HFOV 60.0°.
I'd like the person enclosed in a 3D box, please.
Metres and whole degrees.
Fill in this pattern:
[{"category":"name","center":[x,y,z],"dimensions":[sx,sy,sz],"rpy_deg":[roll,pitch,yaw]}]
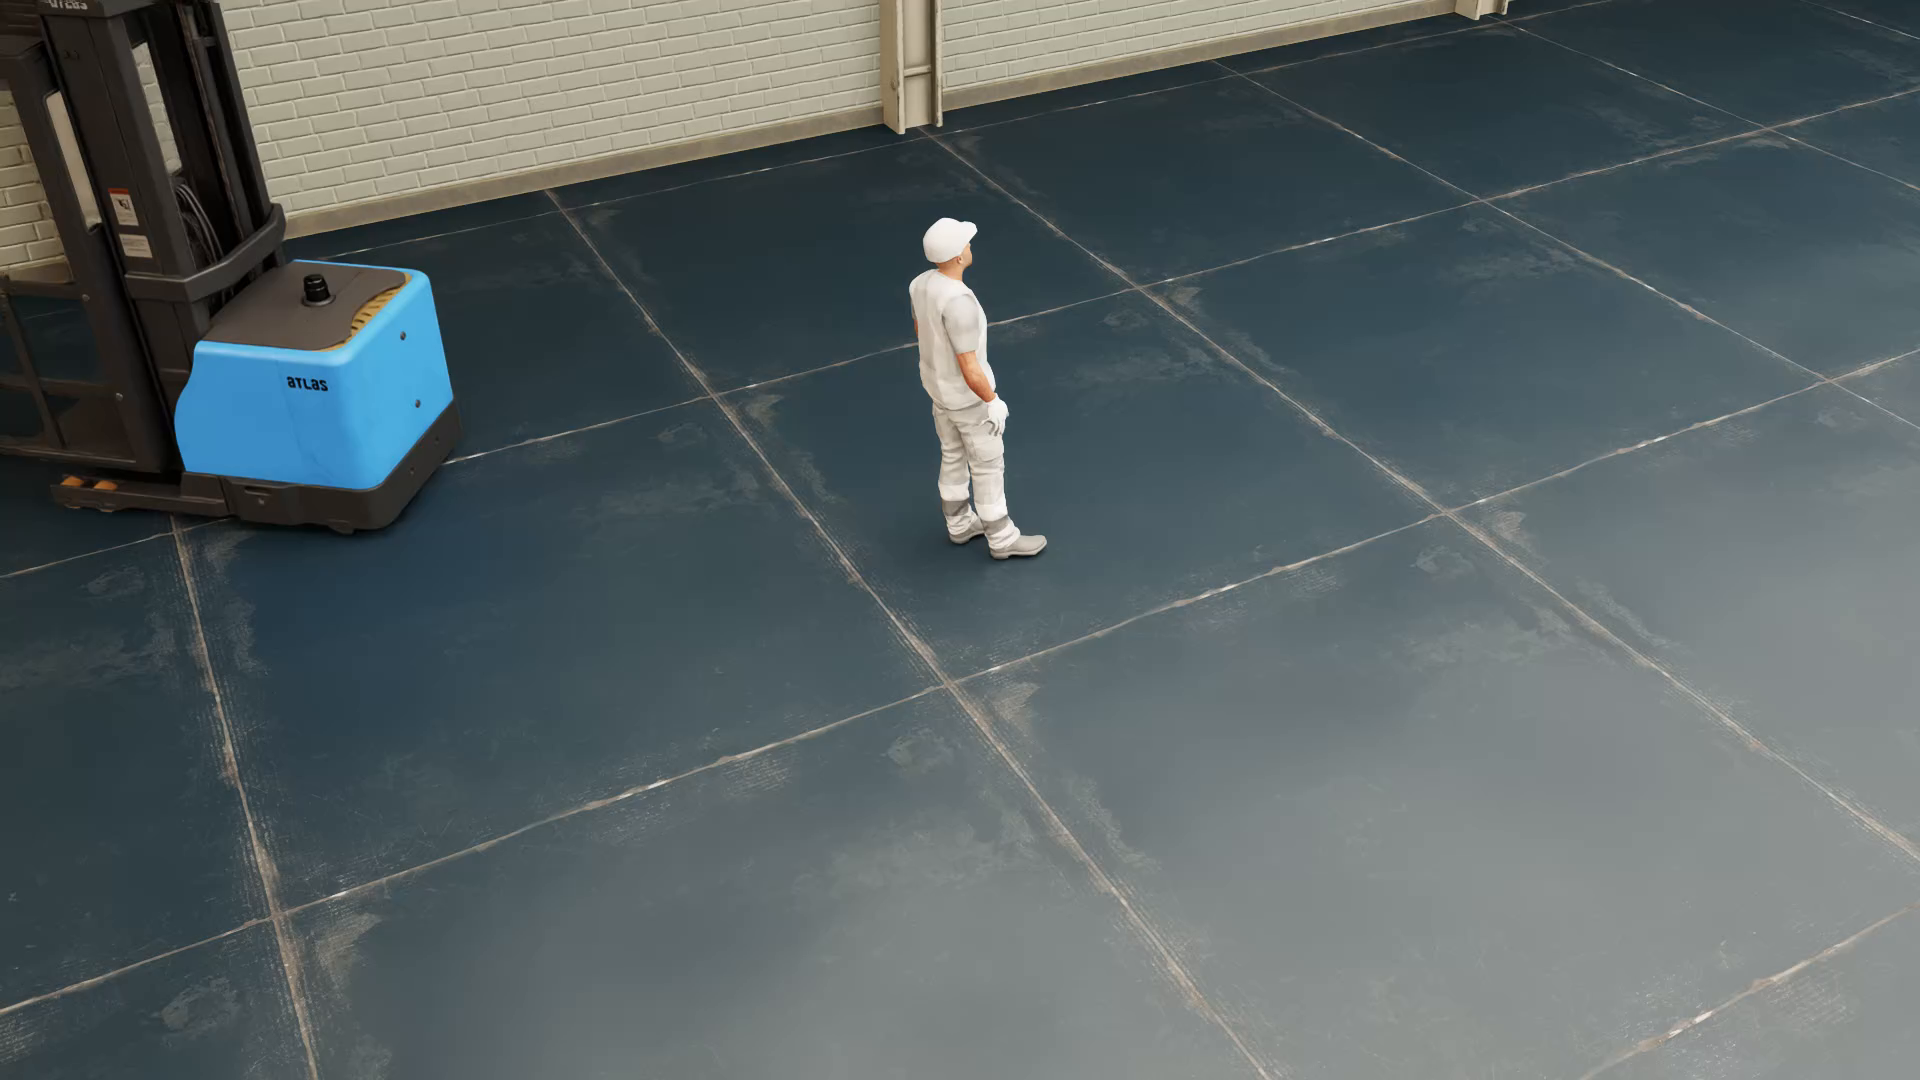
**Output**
[{"category":"person","center":[0.076,-0.752,8.163],"dimensions":[0.564,1.787,0.637],"rpy_deg":[-17,39,-23]}]

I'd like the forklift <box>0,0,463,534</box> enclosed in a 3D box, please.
[{"category":"forklift","center":[-4.368,-1.637,8.439],"dimensions":[3.031,2.935,1.130],"rpy_deg":[6,36,9]}]
